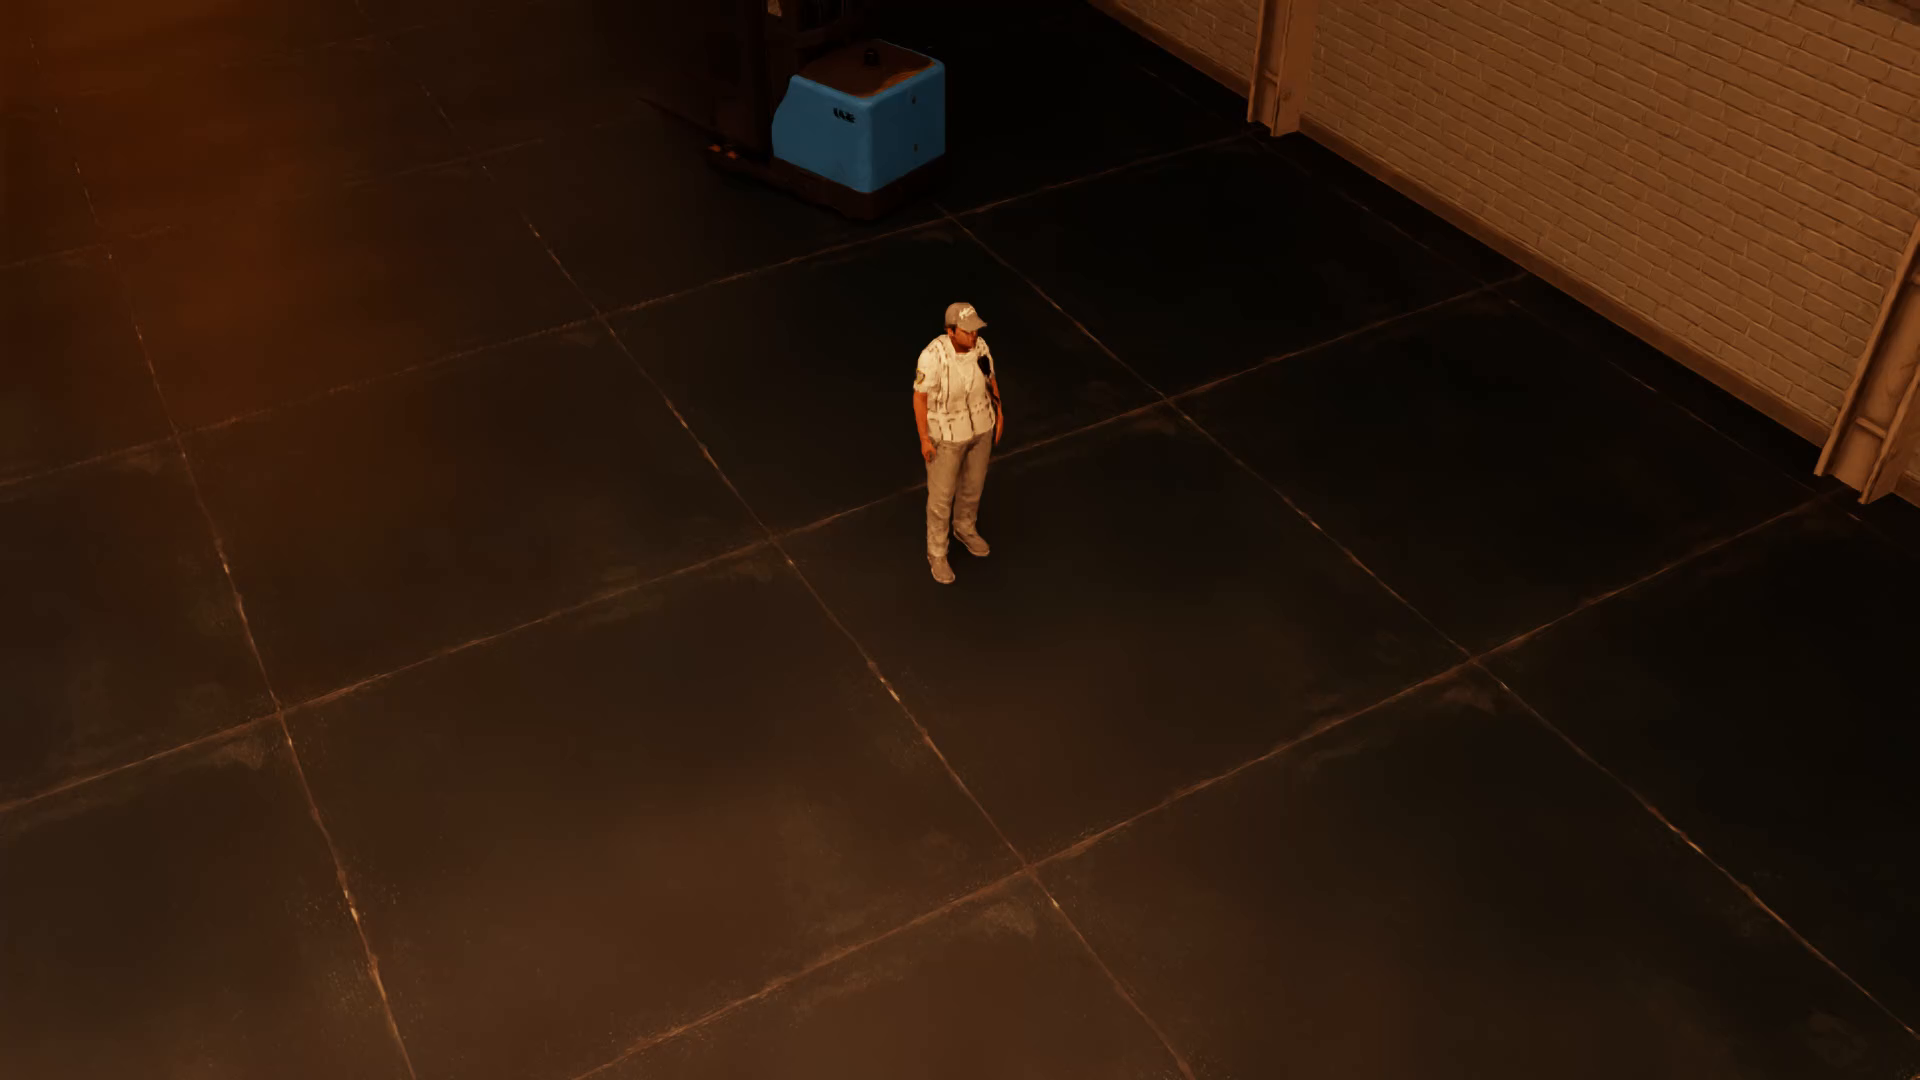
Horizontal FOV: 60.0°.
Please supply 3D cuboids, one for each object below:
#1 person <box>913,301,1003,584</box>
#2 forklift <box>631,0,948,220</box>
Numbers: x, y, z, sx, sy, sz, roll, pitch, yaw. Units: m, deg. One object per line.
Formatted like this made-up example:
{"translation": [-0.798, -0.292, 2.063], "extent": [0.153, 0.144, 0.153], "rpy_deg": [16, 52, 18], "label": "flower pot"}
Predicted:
{"translation": [0.019, -0.597, 9.736], "extent": [0.598, 1.669, 0.529], "rpy_deg": [-20, 44, -23], "label": "person"}
{"translation": [-1.553, -4.481, 13.438], "extent": [3.031, 2.935, 1.130], "rpy_deg": [28, 47, 30], "label": "forklift"}
